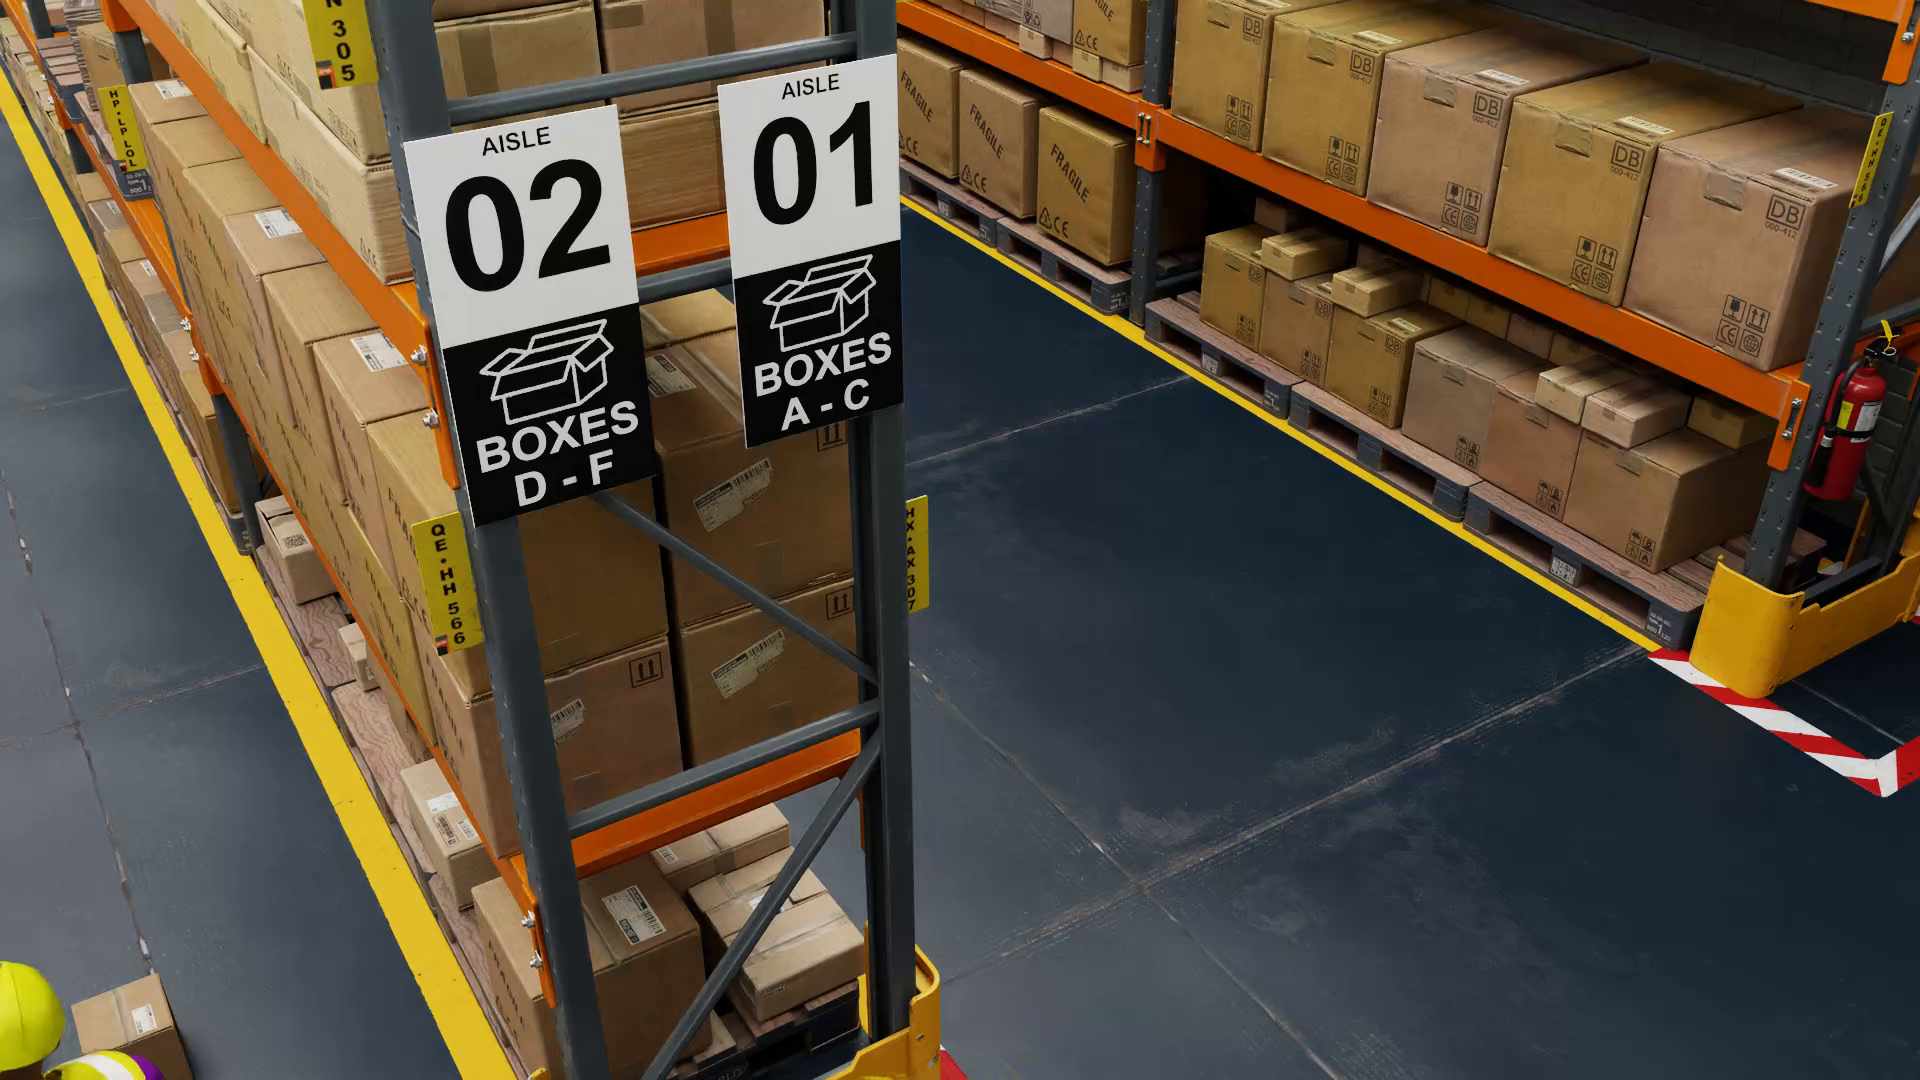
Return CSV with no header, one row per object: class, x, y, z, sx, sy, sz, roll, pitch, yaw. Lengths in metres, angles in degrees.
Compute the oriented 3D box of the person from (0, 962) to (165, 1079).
person,-1.857,1.623,3.560,0.784,1.746,0.581,18,37,26
